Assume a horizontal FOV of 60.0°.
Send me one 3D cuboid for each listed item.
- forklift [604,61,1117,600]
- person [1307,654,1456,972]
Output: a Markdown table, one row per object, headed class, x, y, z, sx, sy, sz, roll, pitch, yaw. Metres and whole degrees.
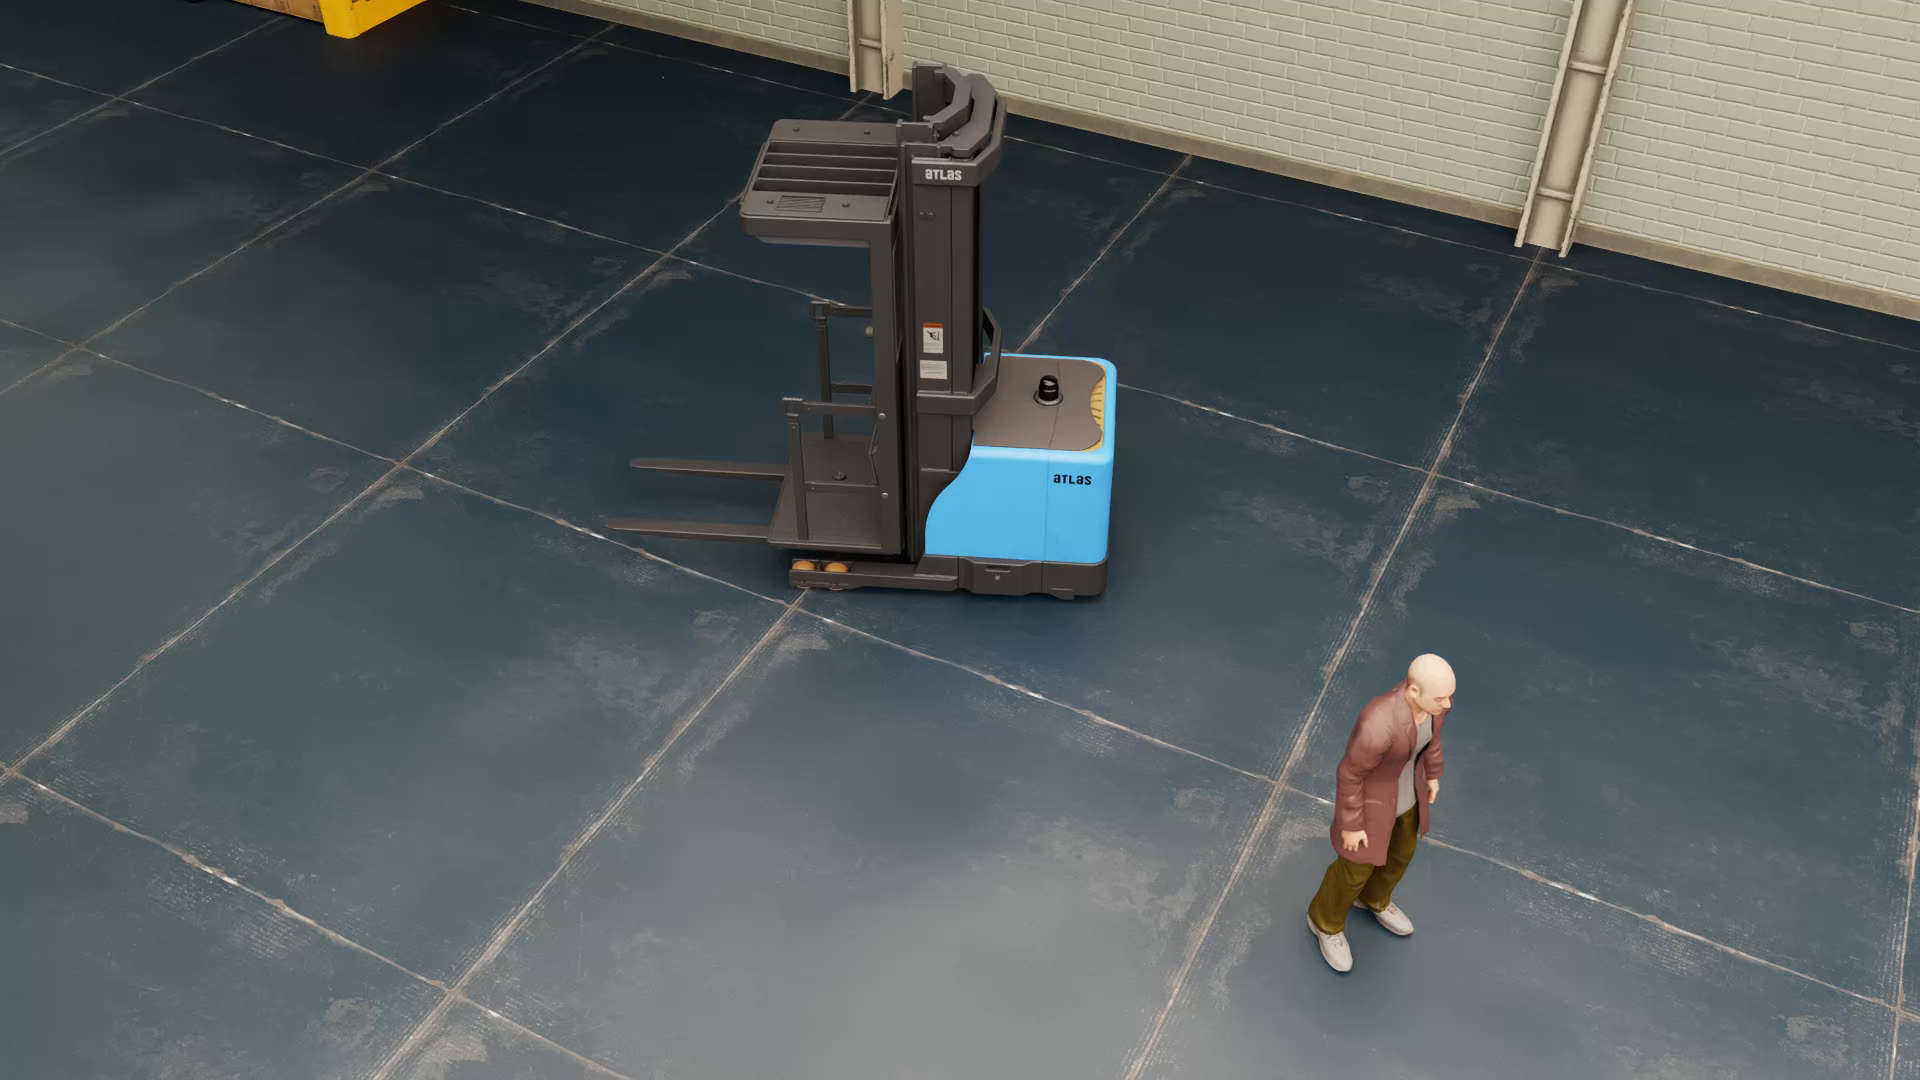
| class | x | y | z | sx | sy | sz | roll | pitch | yaw |
| --- | --- | --- | --- | --- | --- | --- | --- | --- | --- |
| forklift | -0.606 | -1.157 | 9.360 | 3.031 | 2.935 | 1.130 | 3 | 40 | 4 |
| person | 1.934 | 1.167 | 7.499 | 0.653 | 1.774 | 0.430 | -25 | 46 | -26 |
